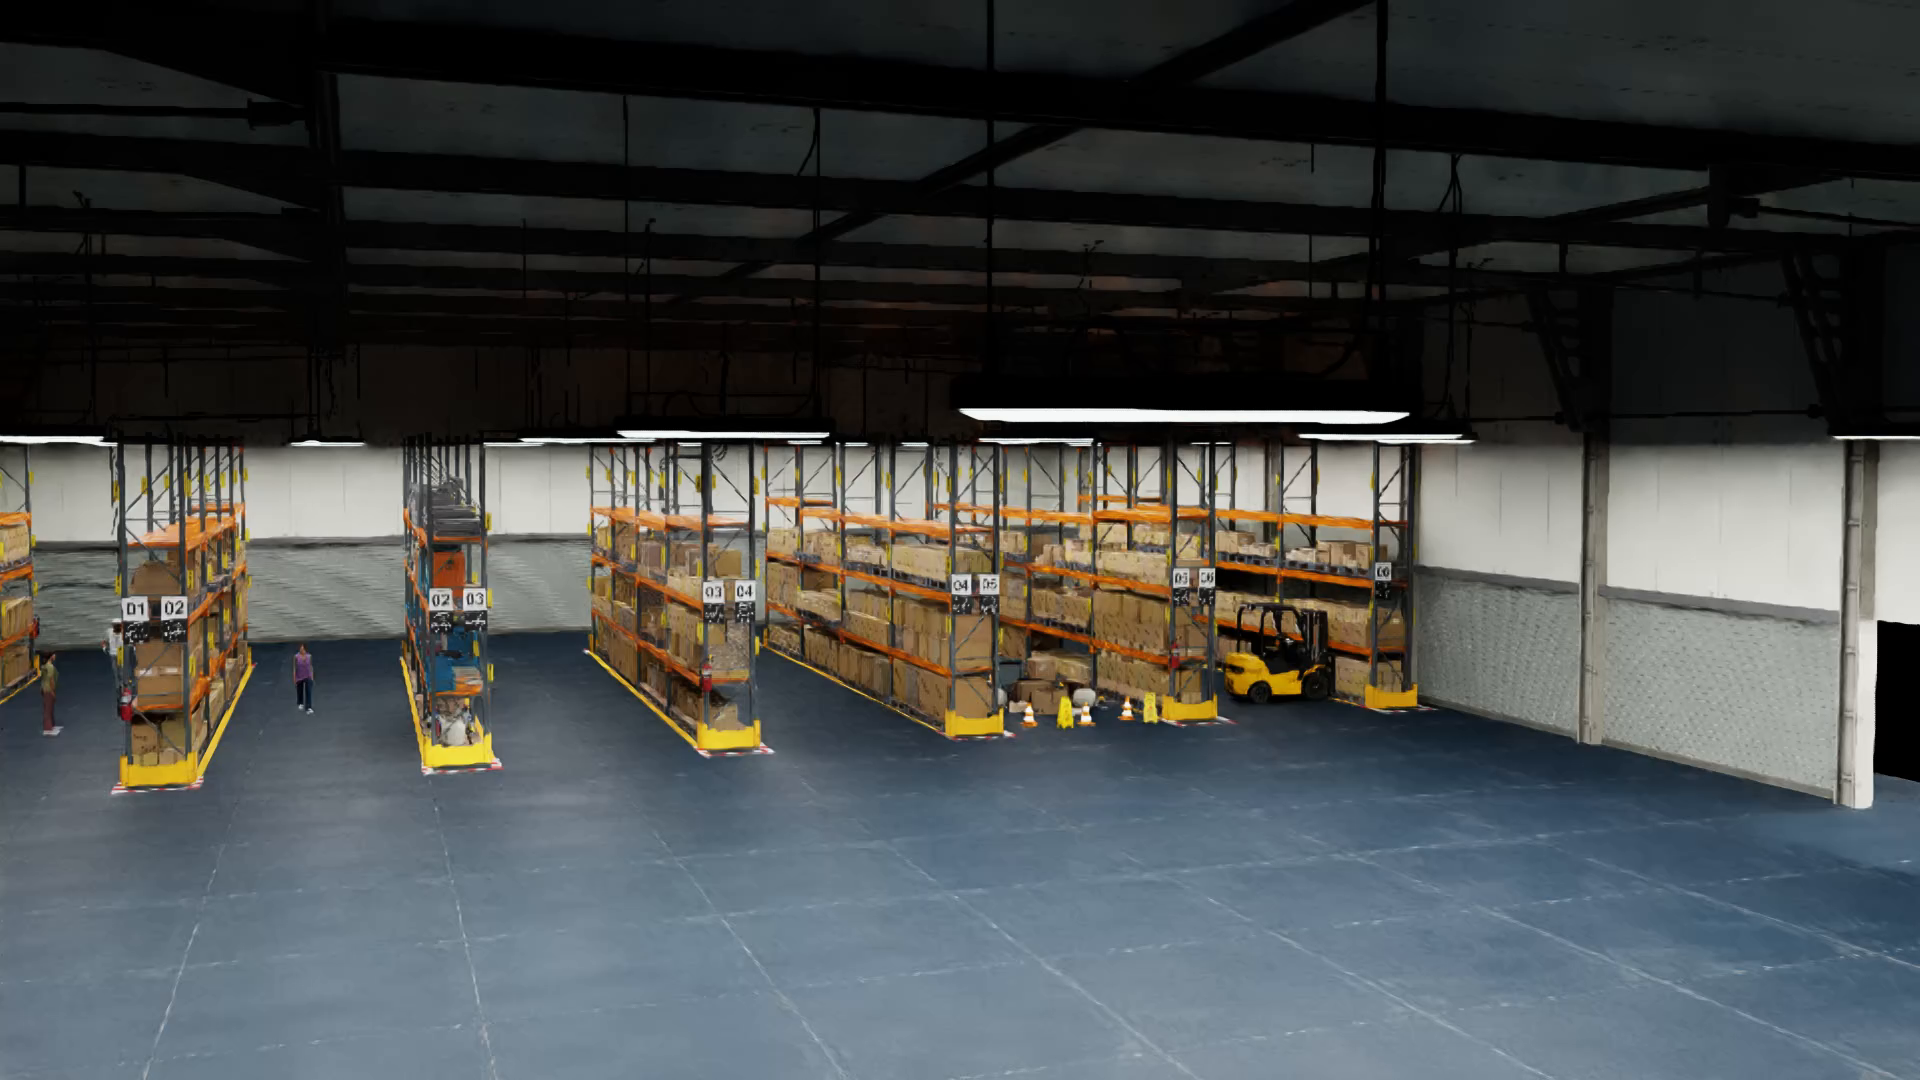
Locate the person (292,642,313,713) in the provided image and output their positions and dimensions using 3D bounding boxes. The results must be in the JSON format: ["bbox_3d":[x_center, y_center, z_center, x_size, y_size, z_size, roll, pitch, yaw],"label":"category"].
[{"bbox_3d":[-14.185,2.957,35.889,0.419,1.514,1.038,-1,3,-22],"label":"person"}]

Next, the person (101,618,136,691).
[{"bbox_3d":[-19.895,2.681,39.329,0.721,1.715,0.841,-1,3,-15],"label":"person"}]

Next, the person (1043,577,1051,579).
[{"bbox_3d":[2.846,1.993,52.516,0.571,1.666,0.525,3,4,42],"label":"person"}]

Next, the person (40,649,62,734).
[{"bbox_3d":[-18.173,3.023,33.281,0.539,1.679,0.454,3,4,42],"label":"person"}]

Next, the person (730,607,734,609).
[{"bbox_3d":[-6.085,2.432,43.958,0.577,1.691,1.121,-1,3,-18],"label":"person"}]
